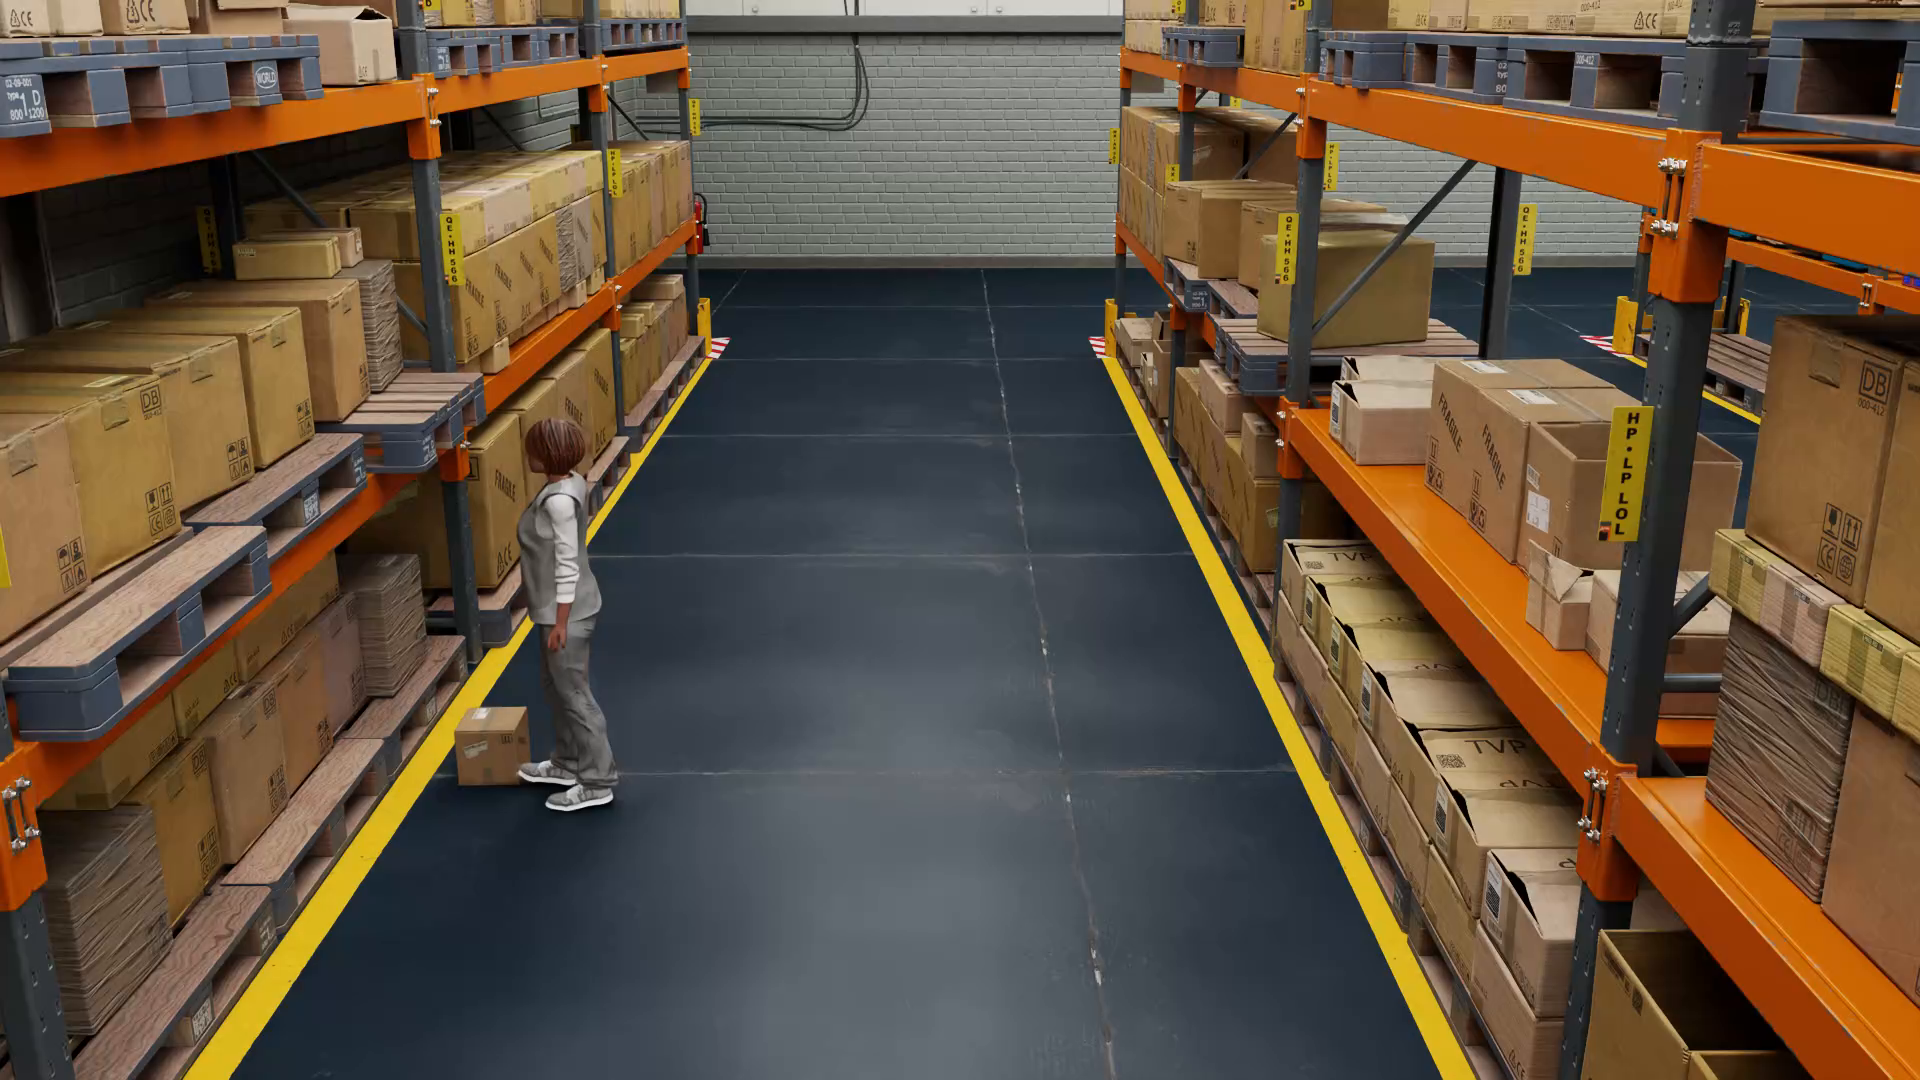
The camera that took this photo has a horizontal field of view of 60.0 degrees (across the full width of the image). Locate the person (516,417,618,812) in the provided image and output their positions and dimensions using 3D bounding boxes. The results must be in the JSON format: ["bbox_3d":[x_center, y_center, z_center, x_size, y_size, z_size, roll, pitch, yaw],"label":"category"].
[{"bbox_3d":[-1.617,0.294,6.622,0.426,1.599,0.413,-3,18,-8],"label":"person"}]
